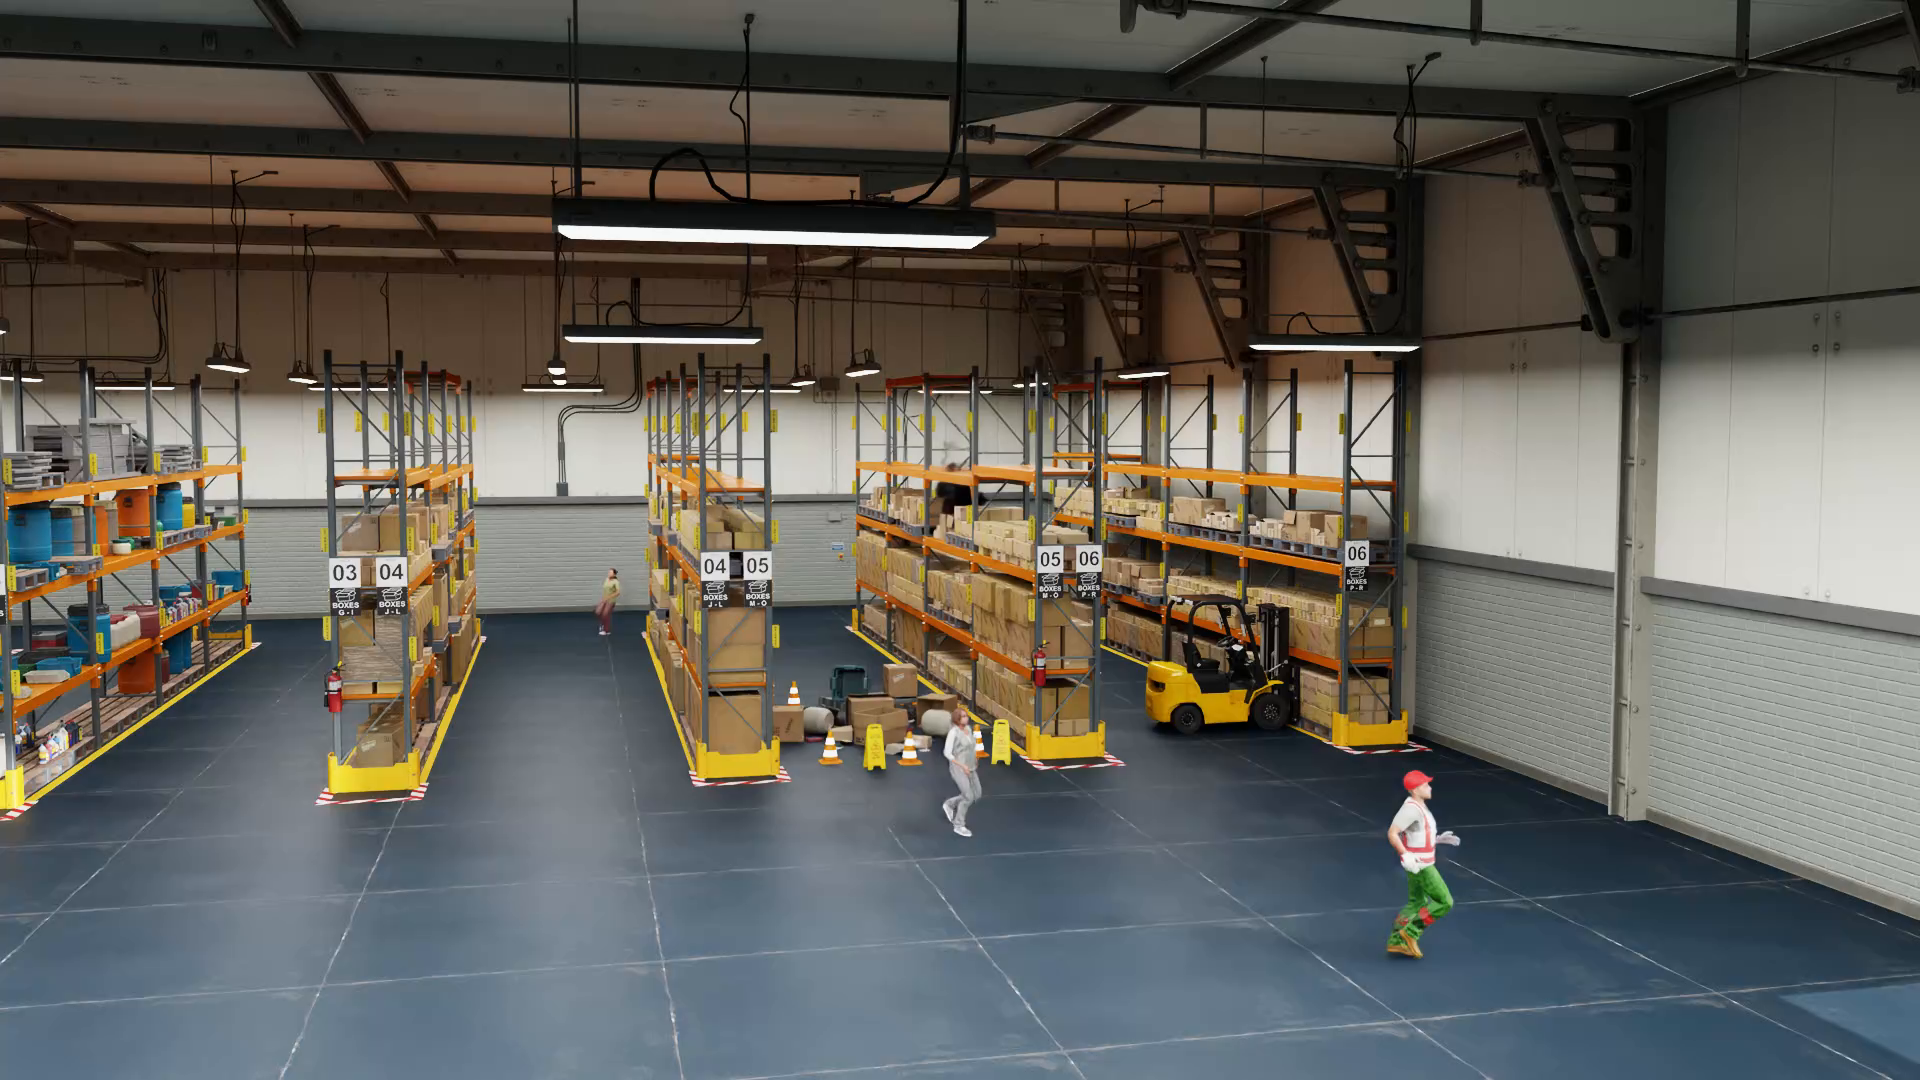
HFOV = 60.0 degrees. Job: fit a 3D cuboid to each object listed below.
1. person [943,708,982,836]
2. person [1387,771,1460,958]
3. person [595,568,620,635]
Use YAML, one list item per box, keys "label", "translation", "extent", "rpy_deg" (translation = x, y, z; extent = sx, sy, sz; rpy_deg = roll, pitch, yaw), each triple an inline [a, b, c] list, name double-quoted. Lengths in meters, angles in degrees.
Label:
- label: "person"
  translation: [0.001, 2.819, 20.313]
  extent: [0.496, 1.566, 0.541]
  rpy_deg: [3, 5, 35]
- label: "person"
  translation: [4.328, 3.024, 15.520]
  extent: [0.645, 1.741, 0.639]
  rpy_deg: [1, 4, 17]
- label: "person"
  translation: [-8.321, 1.462, 39.291]
  extent: [0.598, 1.605, 0.555]
  rpy_deg: [2, 4, 26]
